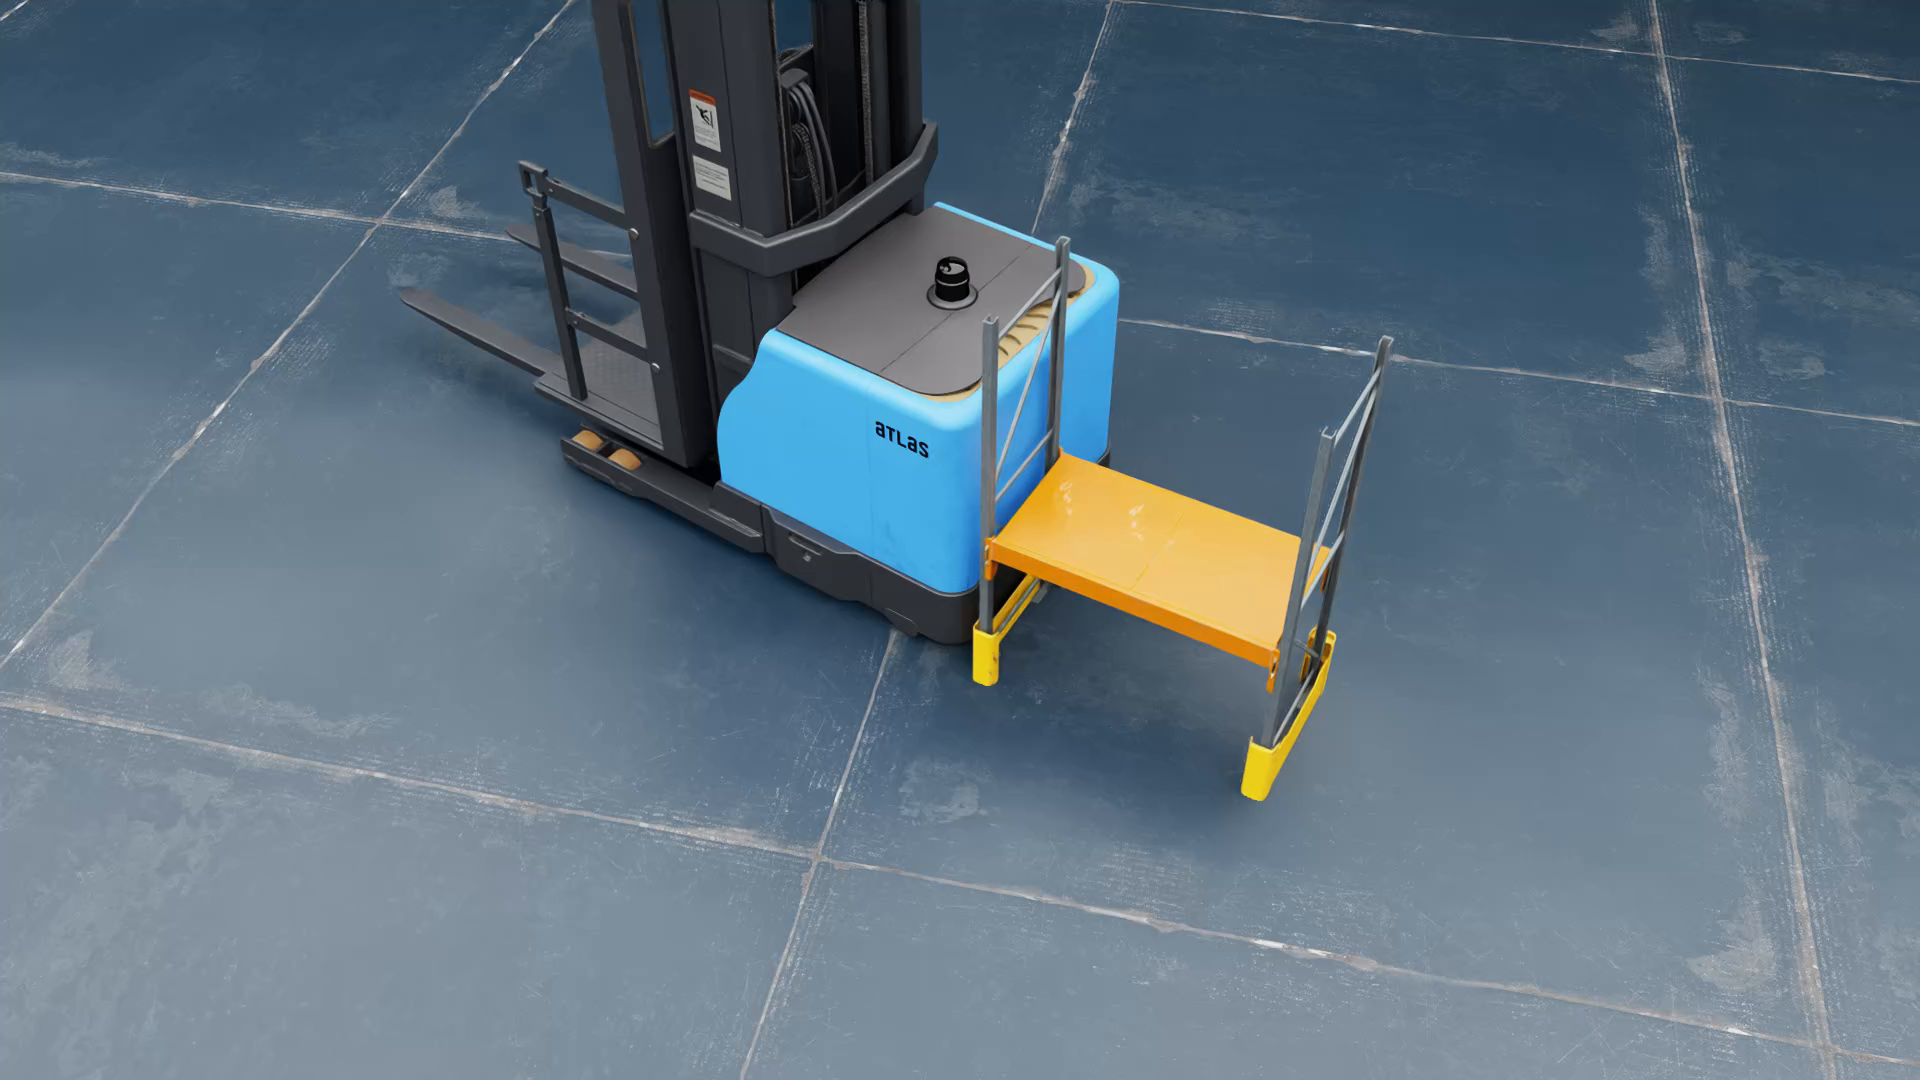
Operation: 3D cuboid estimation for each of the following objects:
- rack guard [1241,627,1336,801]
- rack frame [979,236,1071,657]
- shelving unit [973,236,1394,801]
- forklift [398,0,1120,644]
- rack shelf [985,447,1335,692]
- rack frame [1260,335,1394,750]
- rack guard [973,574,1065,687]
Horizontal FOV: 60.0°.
[{"bbox_3d":[1.084,0.569,5.479,0.087,0.250,0.587,21,48,21],"label":"rack guard"},{"bbox_3d":[0.200,-0.228,5.405,0.032,1.500,0.500,21,48,21],"label":"rack frame"},{"bbox_3d":[0.650,-0.051,5.222,1.083,1.500,0.587,21,48,21],"label":"shelving unit"},{"bbox_3d":[-0.938,-1.514,5.709,3.031,2.935,1.130,26,50,24],"label":"forklift"},{"bbox_3d":[0.642,0.075,5.350,1.000,0.185,0.538,21,48,21],"label":"rack shelf"},{"bbox_3d":[1.085,0.119,5.045,0.032,1.500,0.500,21,48,21],"label":"rack frame"},{"bbox_3d":[0.217,0.229,5.832,0.087,0.250,0.587,21,48,21],"label":"rack guard"}]
